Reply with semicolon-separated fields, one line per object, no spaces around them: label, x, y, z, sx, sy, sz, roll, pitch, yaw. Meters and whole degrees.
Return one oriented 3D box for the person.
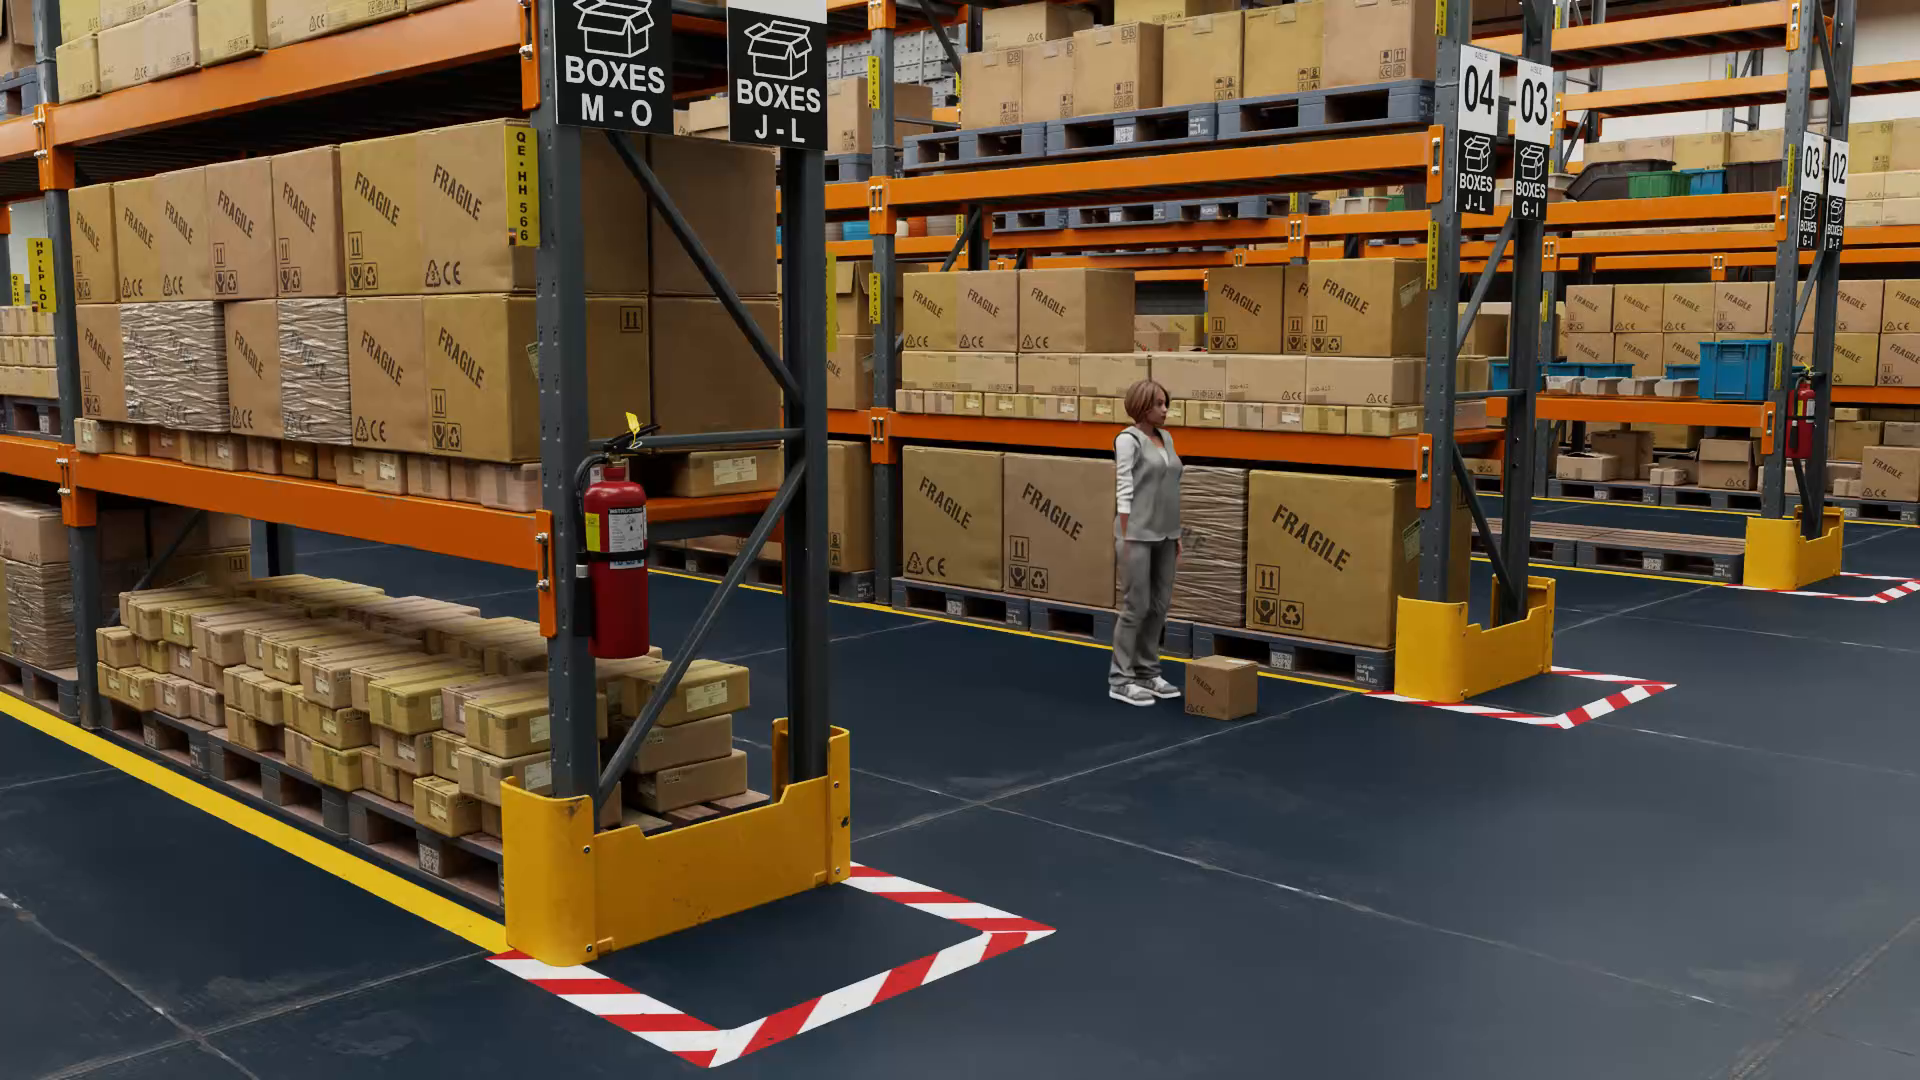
person;0.939;0.005;8.279;0.406;1.601;0.302;-7;10;-44
